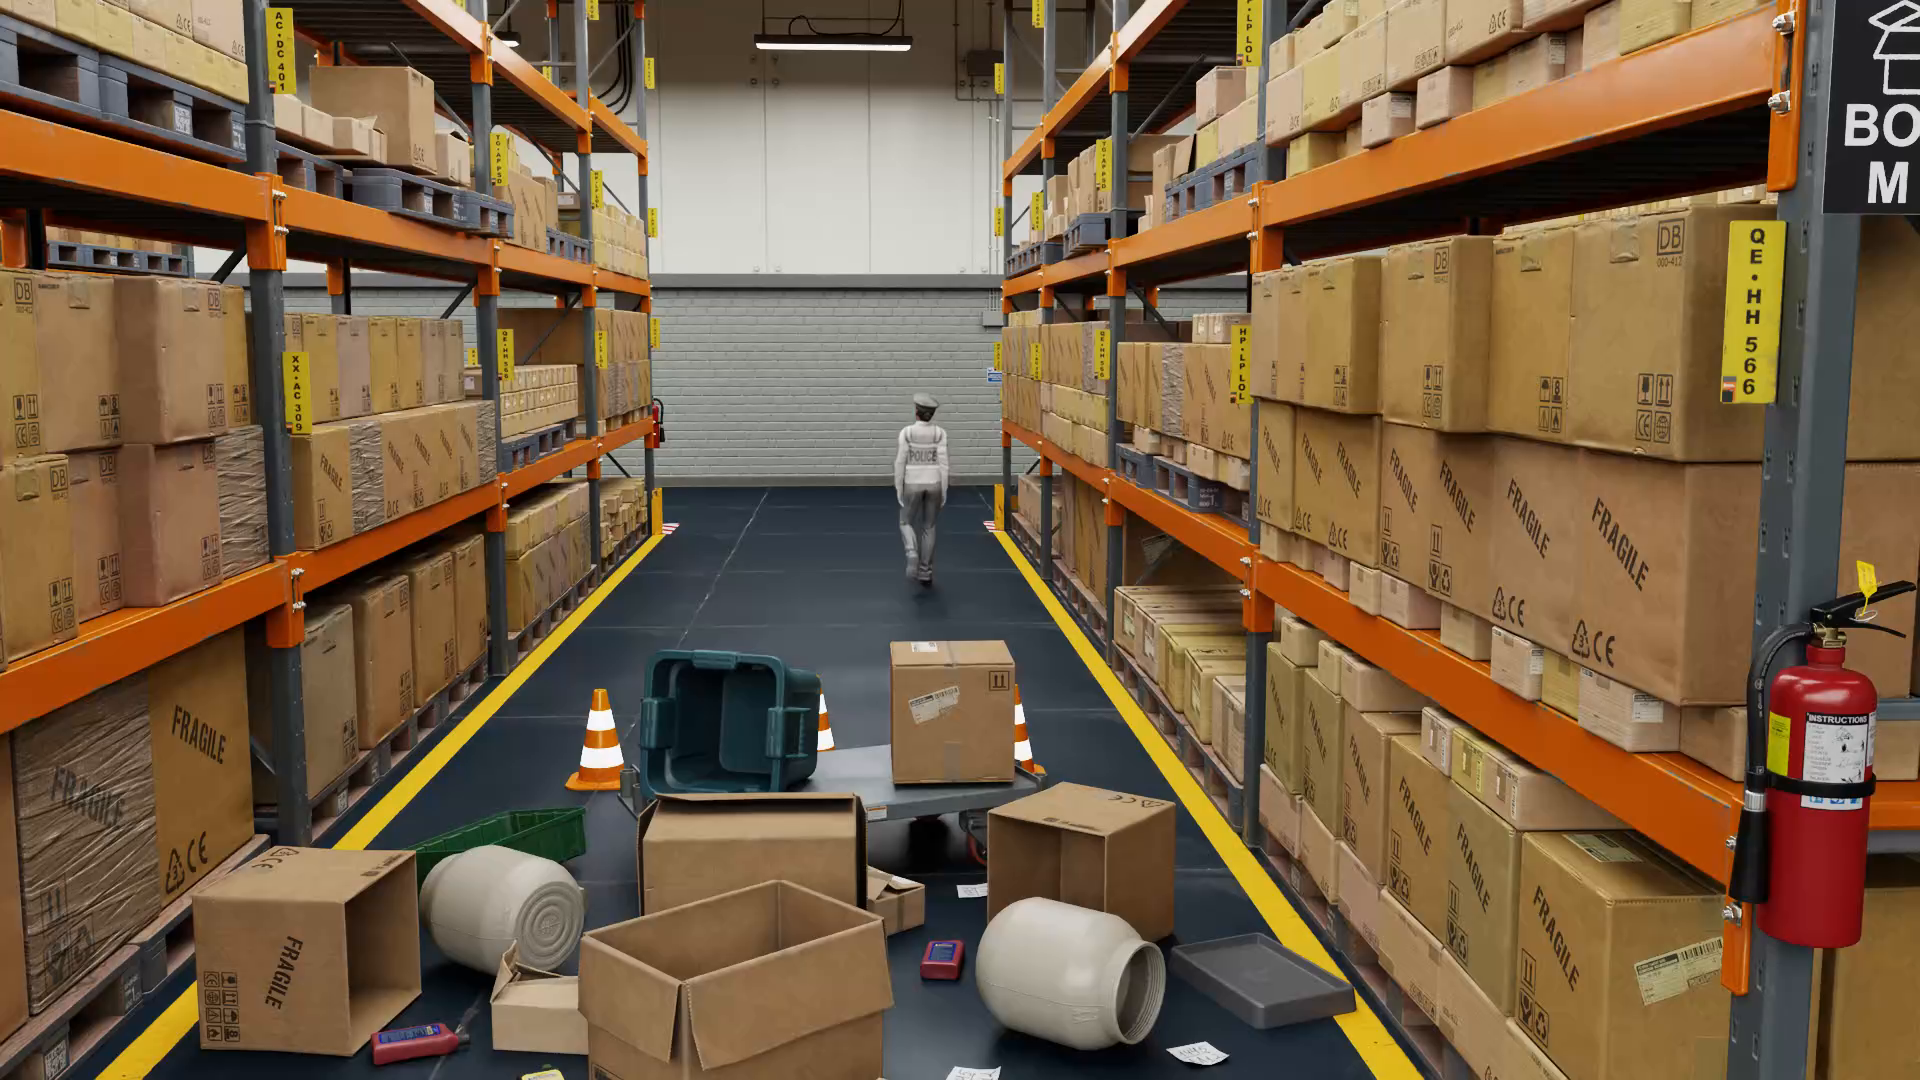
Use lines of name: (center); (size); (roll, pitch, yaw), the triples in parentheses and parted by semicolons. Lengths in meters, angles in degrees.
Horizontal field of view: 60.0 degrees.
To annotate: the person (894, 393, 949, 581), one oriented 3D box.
person: (-0.330, -0.464, 14.755); (0.463, 1.679, 0.504); (-1, 7, -6)
